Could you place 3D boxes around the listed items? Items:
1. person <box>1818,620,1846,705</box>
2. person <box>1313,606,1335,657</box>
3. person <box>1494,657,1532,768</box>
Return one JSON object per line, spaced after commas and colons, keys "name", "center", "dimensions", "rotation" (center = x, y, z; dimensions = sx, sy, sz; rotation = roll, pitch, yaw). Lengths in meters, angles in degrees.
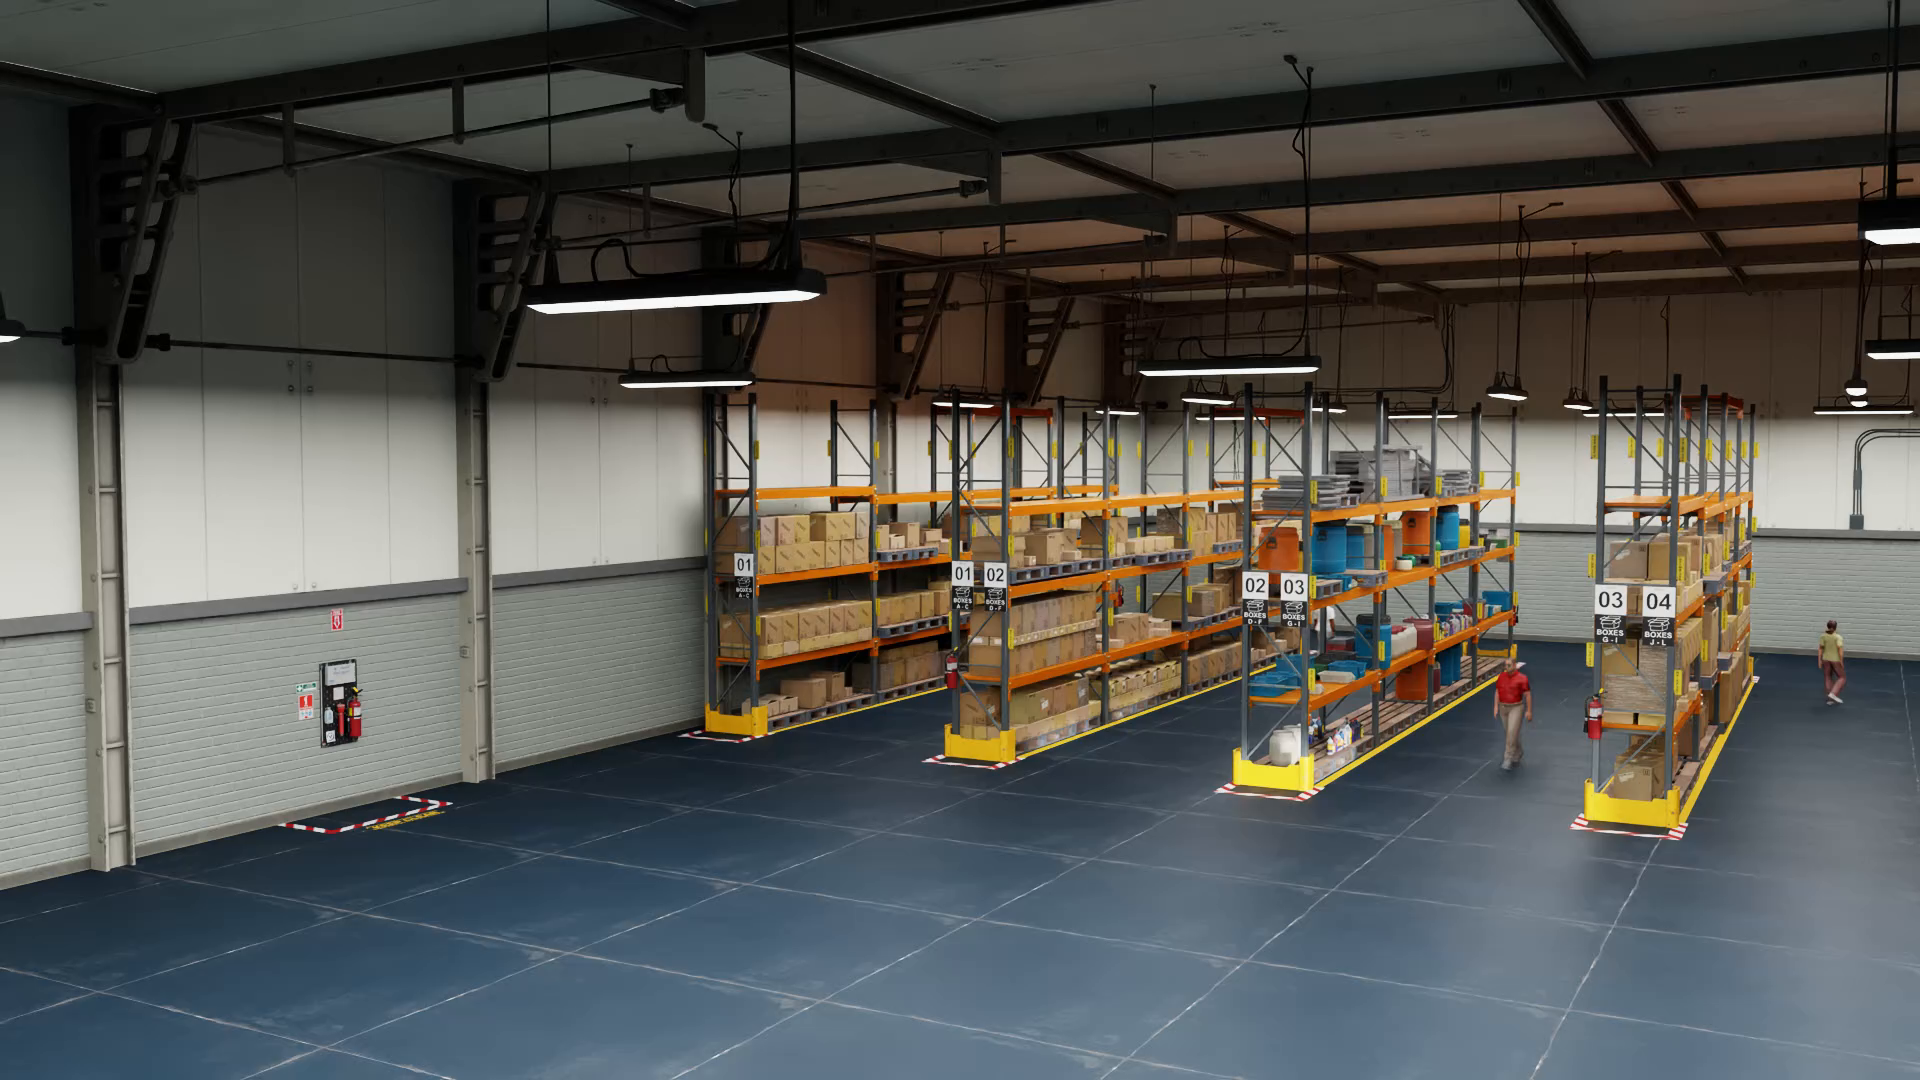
{"name": "person", "center": [17.116, 2.408, 32.651], "dimensions": [0.497, 1.670, 0.502], "rotation": [-3, 4, -45]}
{"name": "person", "center": [8.274, 2.079, 37.672], "dimensions": [0.477, 1.752, 0.635], "rotation": [-3, 4, -43]}
{"name": "person", "center": [8.718, 2.705, 26.401], "dimensions": [0.885, 1.689, 0.592], "rotation": [-2, 4, -33]}
